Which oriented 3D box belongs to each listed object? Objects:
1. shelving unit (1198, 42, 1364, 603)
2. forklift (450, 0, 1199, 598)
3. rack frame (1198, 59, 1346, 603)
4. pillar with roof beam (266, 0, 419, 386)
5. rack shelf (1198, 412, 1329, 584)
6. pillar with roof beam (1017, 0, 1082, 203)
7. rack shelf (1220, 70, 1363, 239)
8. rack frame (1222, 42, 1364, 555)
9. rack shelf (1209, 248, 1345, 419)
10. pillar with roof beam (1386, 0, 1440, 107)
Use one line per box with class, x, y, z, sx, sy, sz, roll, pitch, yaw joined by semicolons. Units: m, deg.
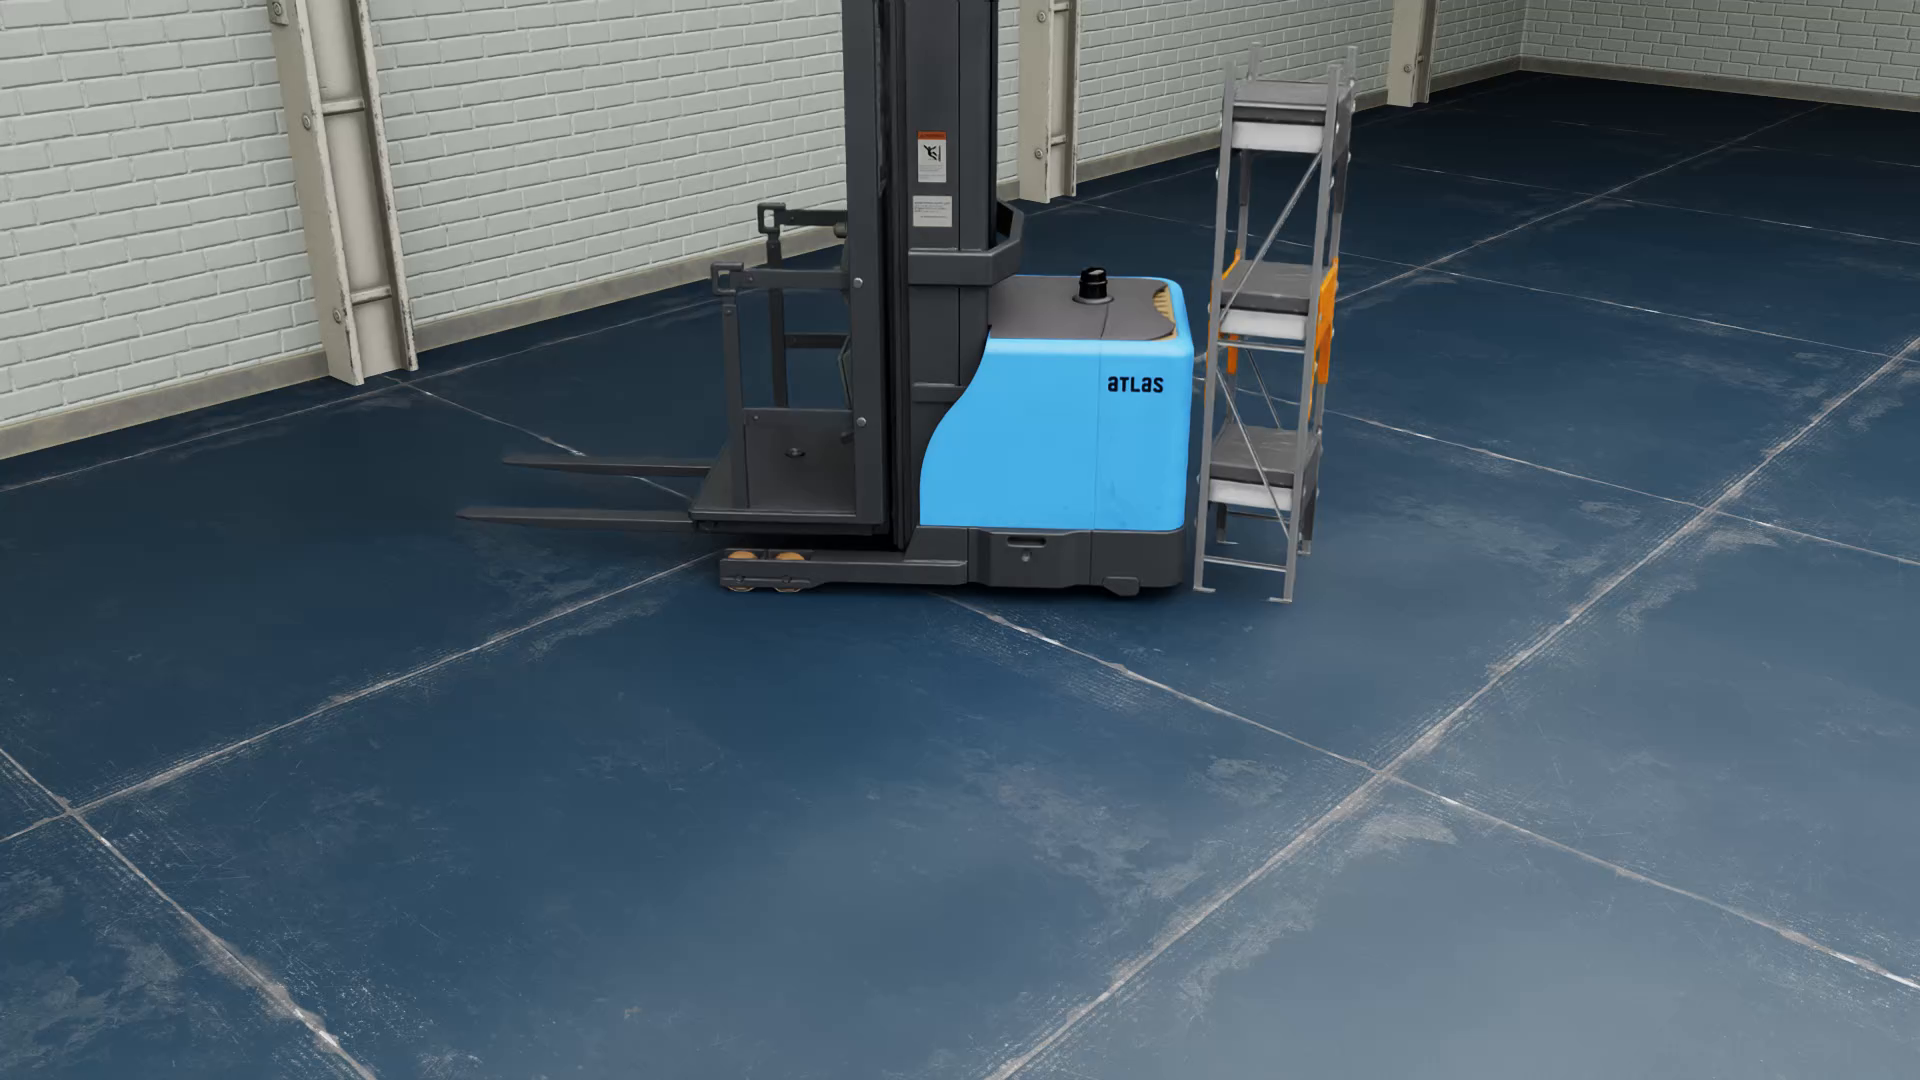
shelving unit;1.248;-0.831;6.536;0.431;2.100;0.503;9;25;18
forklift;-0.579;-1.320;6.611;3.031;2.935;1.130;0;24;1
rack frame;1.164;-0.738;6.327;0.400;2.100;0.015;9;25;18
pillar with roof beam;-0.100;-3.881;4.906;9.100;9.000;0.400;20;31;38
rack shelf;1.248;-0.180;6.827;0.431;0.518;0.480;9;25;18
pillar with roof beam;3.904;-5.709;8.983;9.100;9.000;0.400;20;31;38
rack shelf;1.249;-1.458;6.257;0.431;0.518;0.480;9;25;18
rack frame;1.332;-0.925;6.746;0.400;2.100;0.015;9;25;18
rack shelf;1.248;-0.819;6.542;0.431;0.518;0.480;9;25;18
pillar with roof beam;7.909;-7.537;13.060;9.100;9.000;0.400;20;31;38
